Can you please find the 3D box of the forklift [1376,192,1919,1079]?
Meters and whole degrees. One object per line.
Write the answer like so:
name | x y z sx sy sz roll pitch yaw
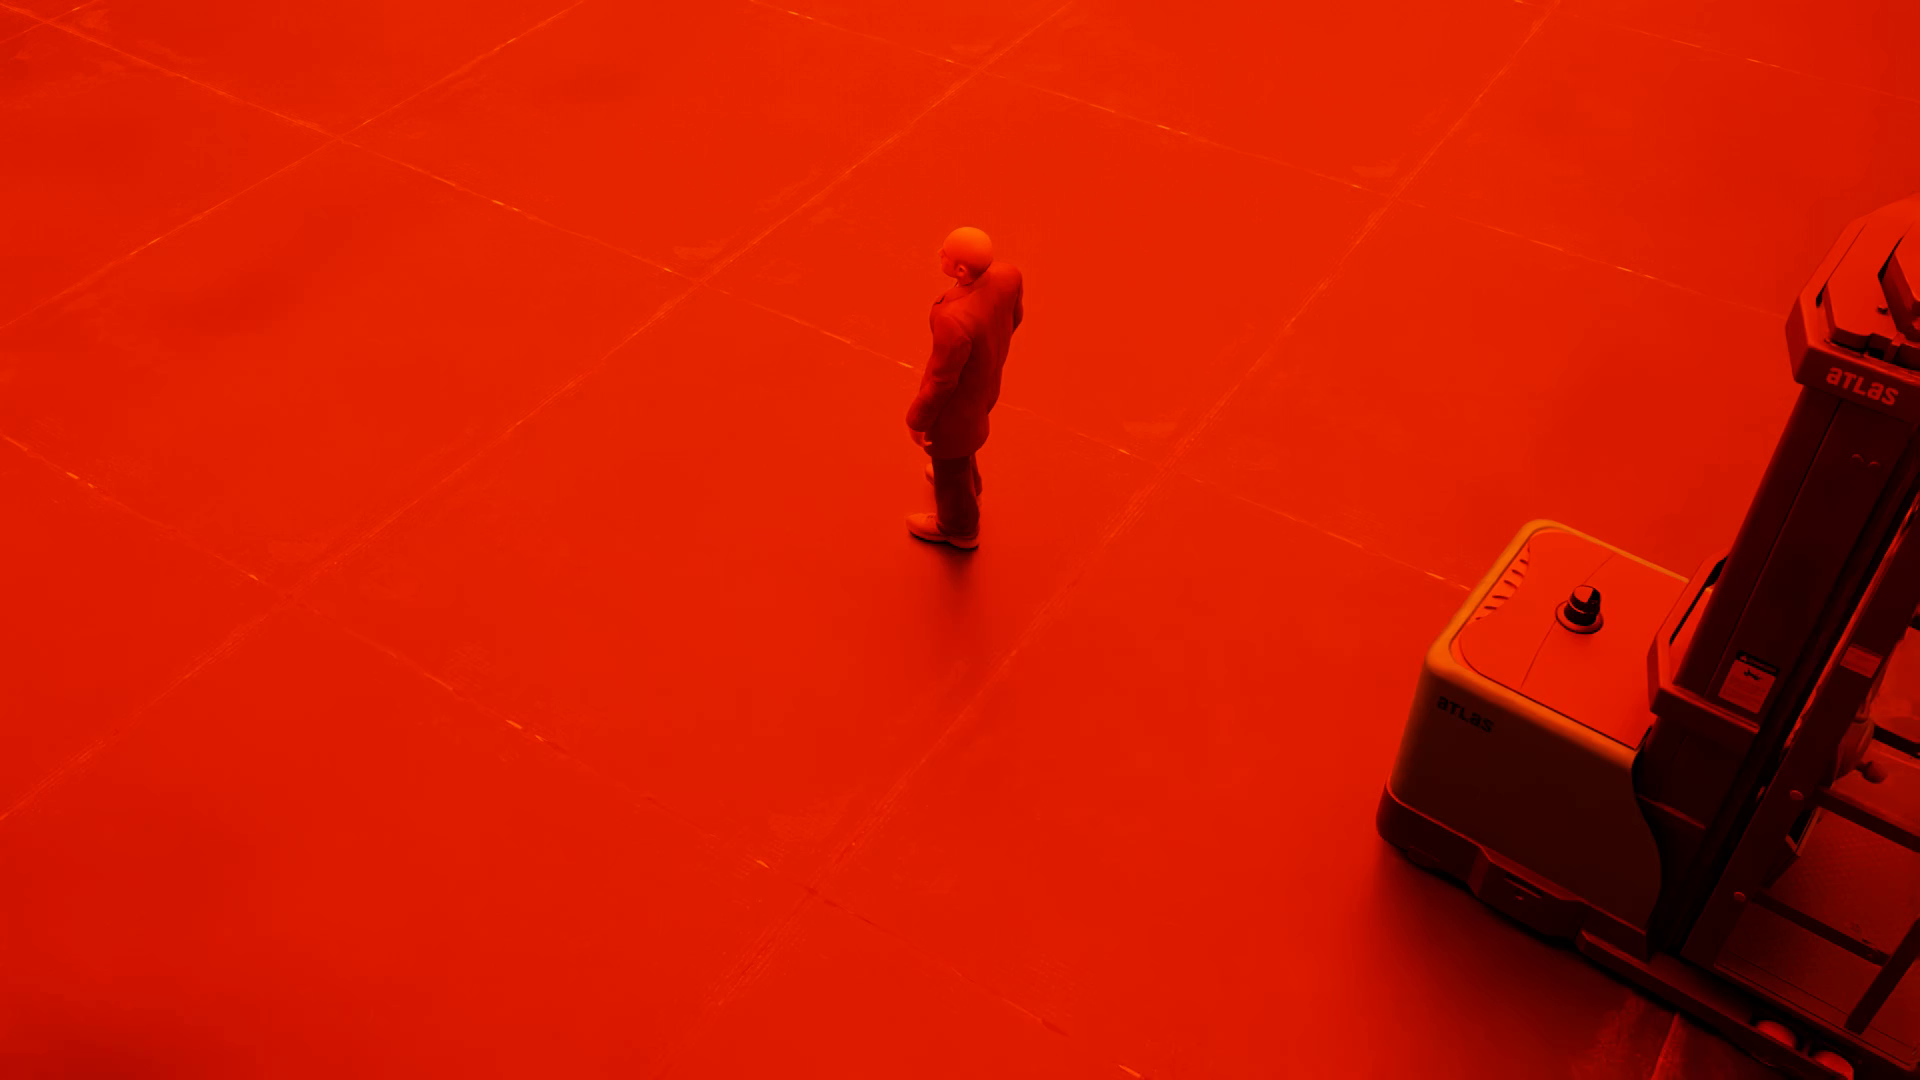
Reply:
forklift | 3.147 0.489 5.333 3.031 2.935 1.130 28 50 26

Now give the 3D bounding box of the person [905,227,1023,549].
person | -0.076 -0.687 7.400 0.580 1.778 0.698 24 48 23
